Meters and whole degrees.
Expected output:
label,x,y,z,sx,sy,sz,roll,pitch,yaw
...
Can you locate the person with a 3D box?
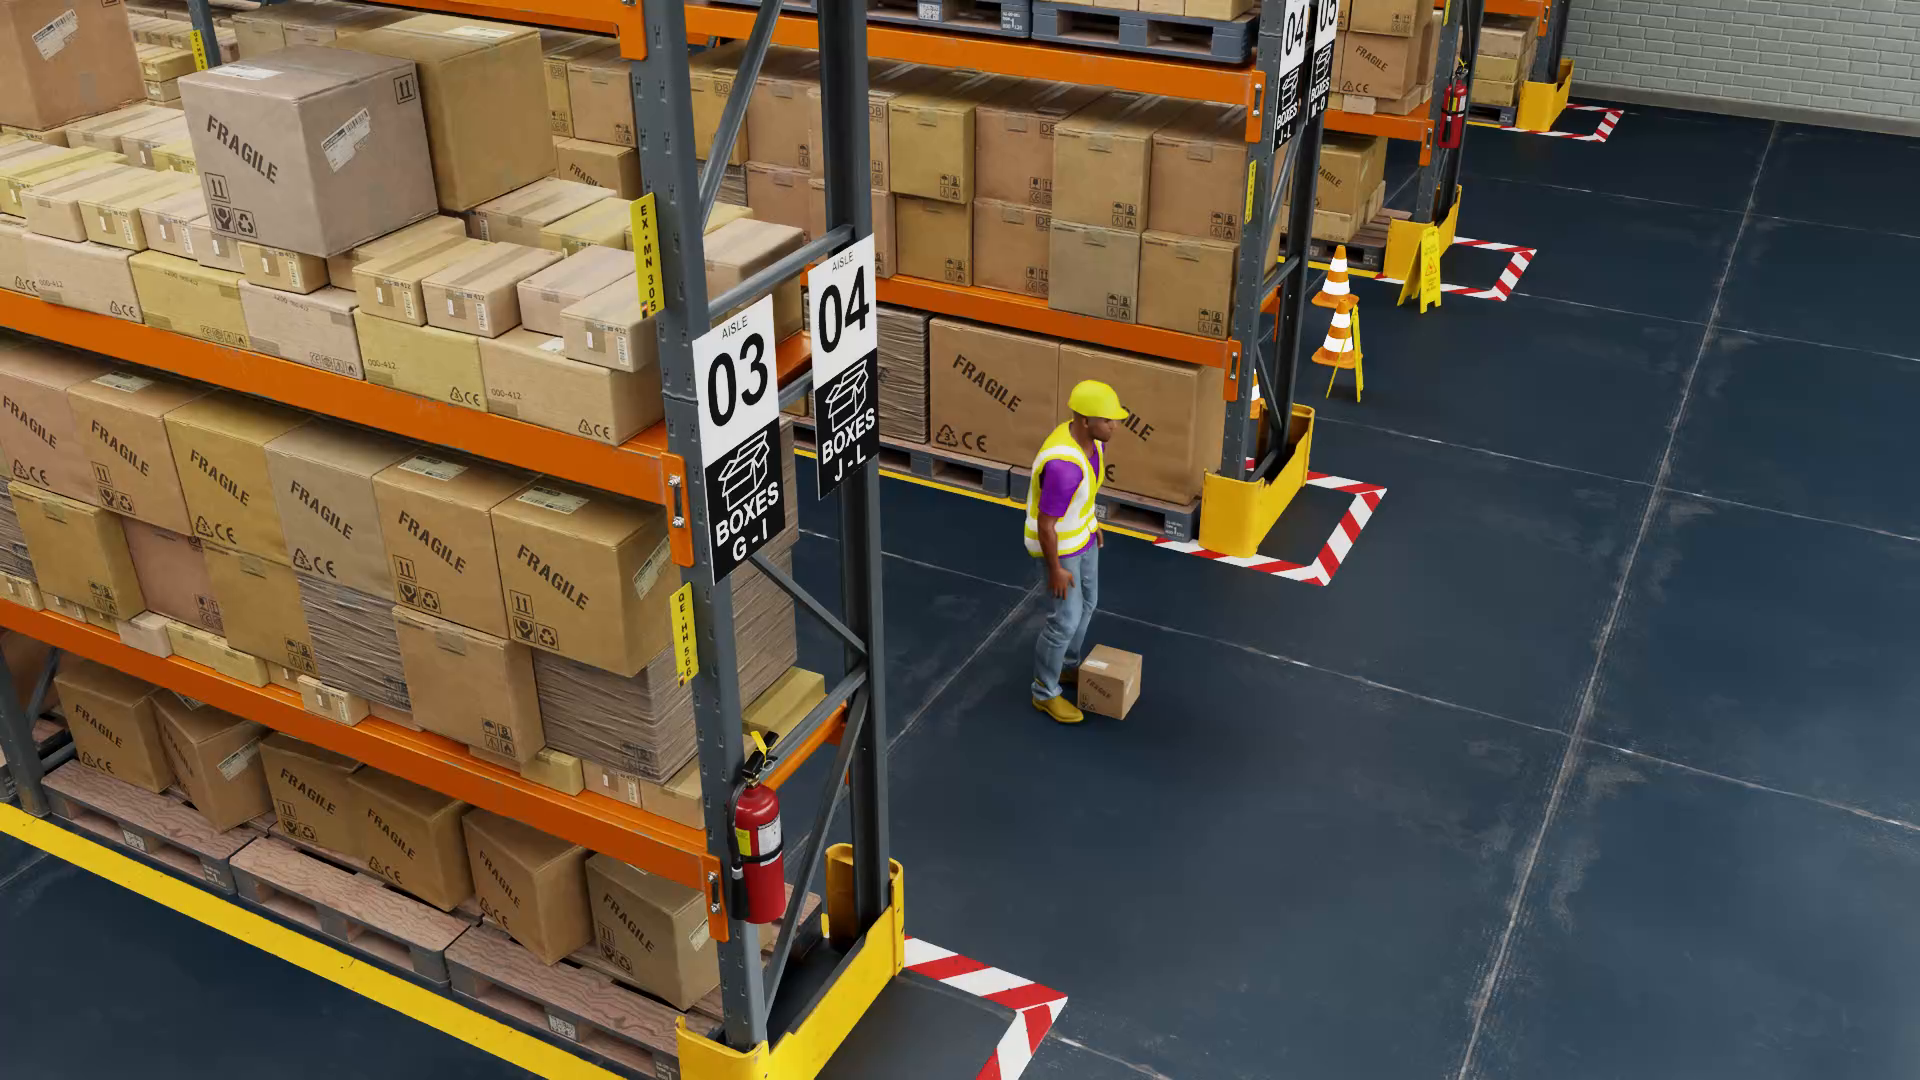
label,x,y,z,sx,sy,sz,roll,pitch,yaw
person,0.564,0.022,8.237,0.462,1.759,0.632,12,32,20
